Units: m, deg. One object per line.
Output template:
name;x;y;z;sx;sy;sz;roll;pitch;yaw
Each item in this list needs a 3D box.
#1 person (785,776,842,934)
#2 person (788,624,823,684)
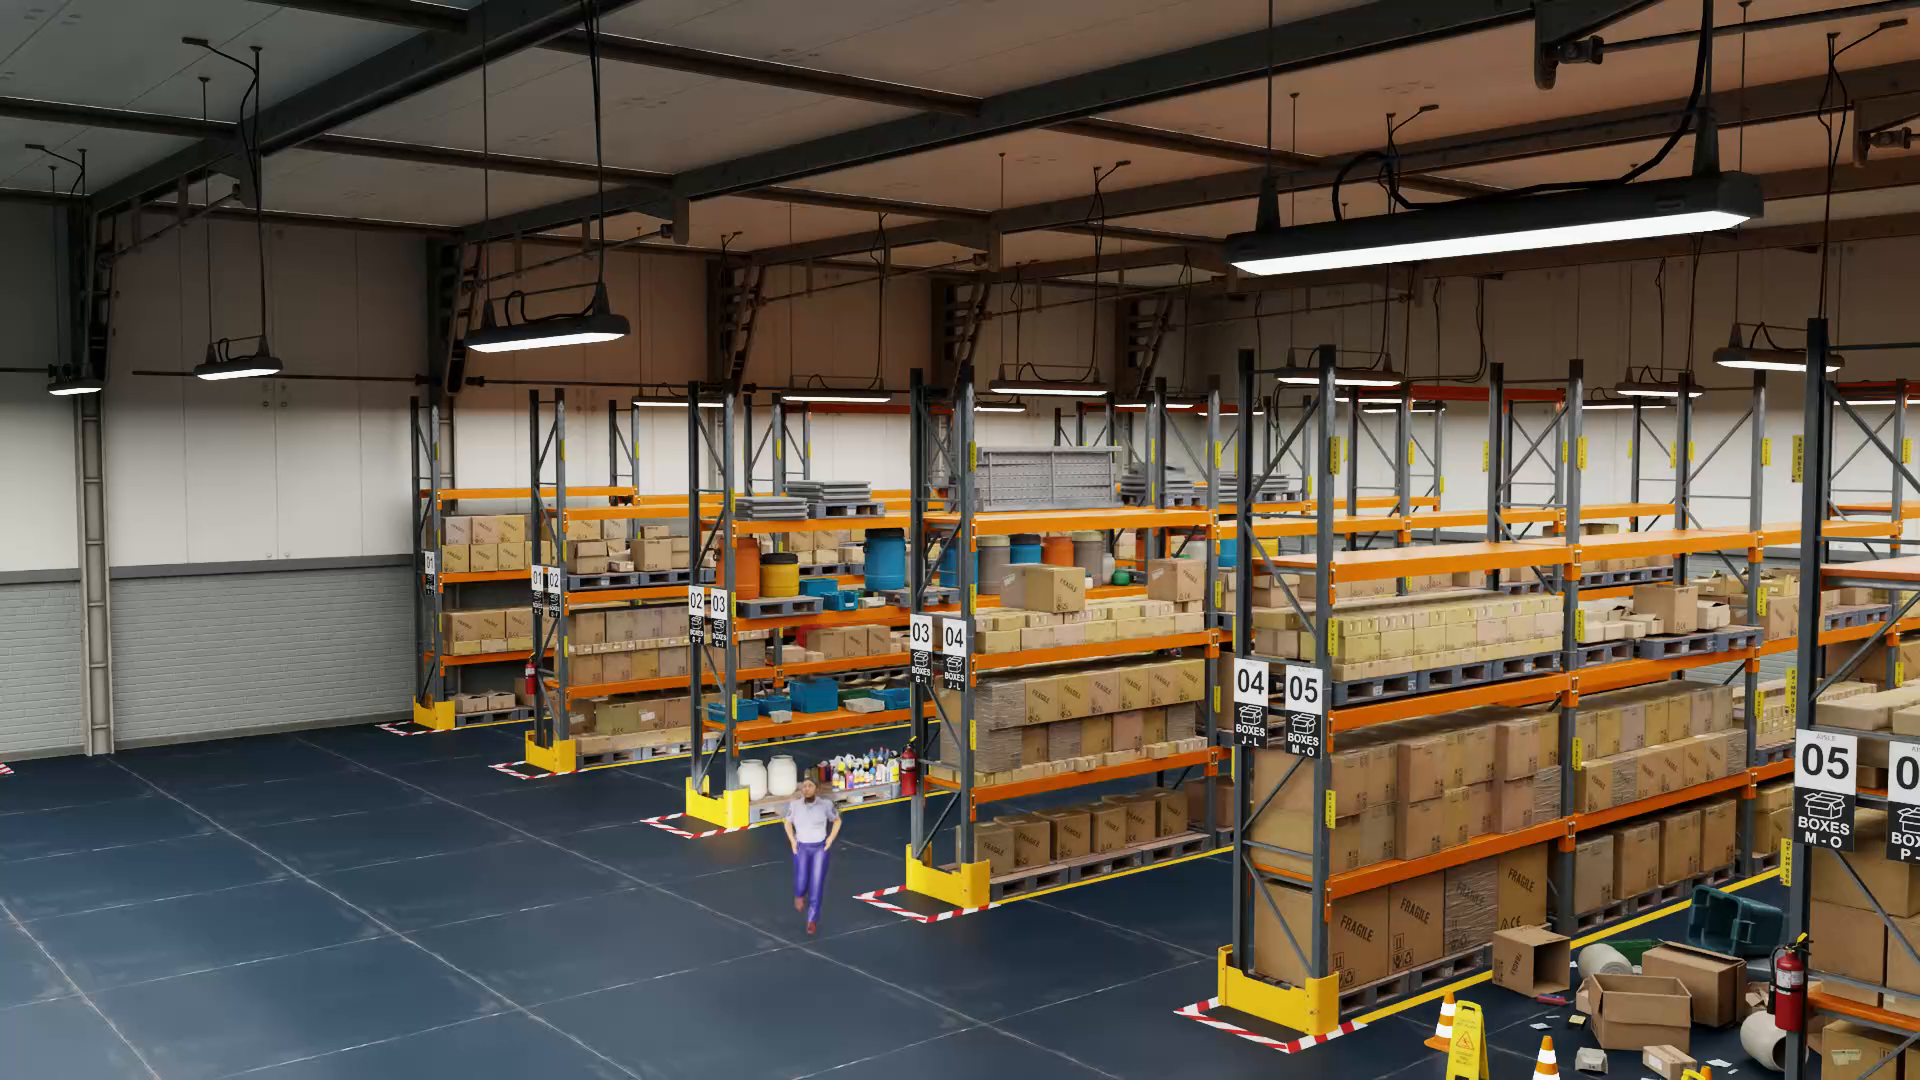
person;-1.568;3.324;17.771;0.609;1.632;0.673;0;3;1
person;-2.932;2.171;31.688;0.822;1.700;0.677;-3;4;-41
